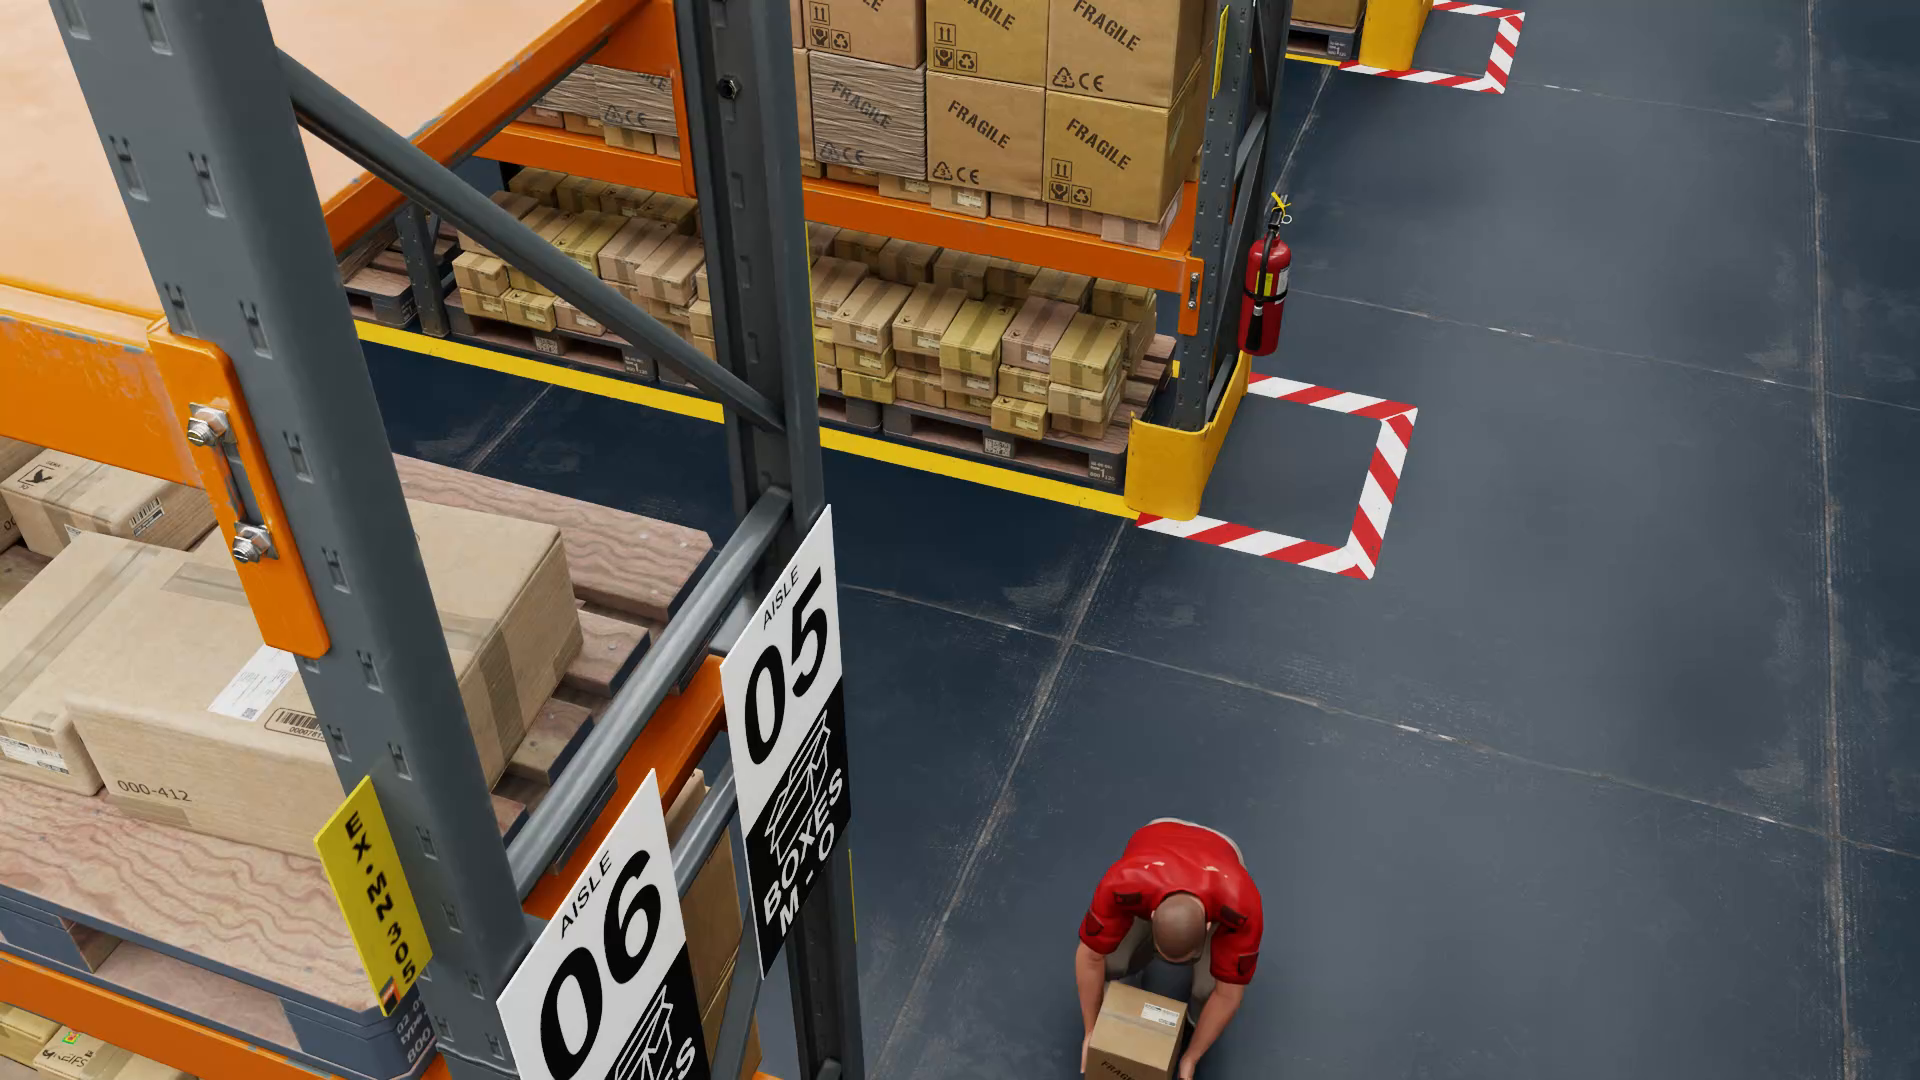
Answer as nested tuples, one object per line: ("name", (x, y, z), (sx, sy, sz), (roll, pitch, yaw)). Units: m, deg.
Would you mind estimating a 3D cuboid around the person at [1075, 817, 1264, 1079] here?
("person", (0.688, 1.252, 5.326), (0.557, 0.970, 0.881), (14, 43, 15))
